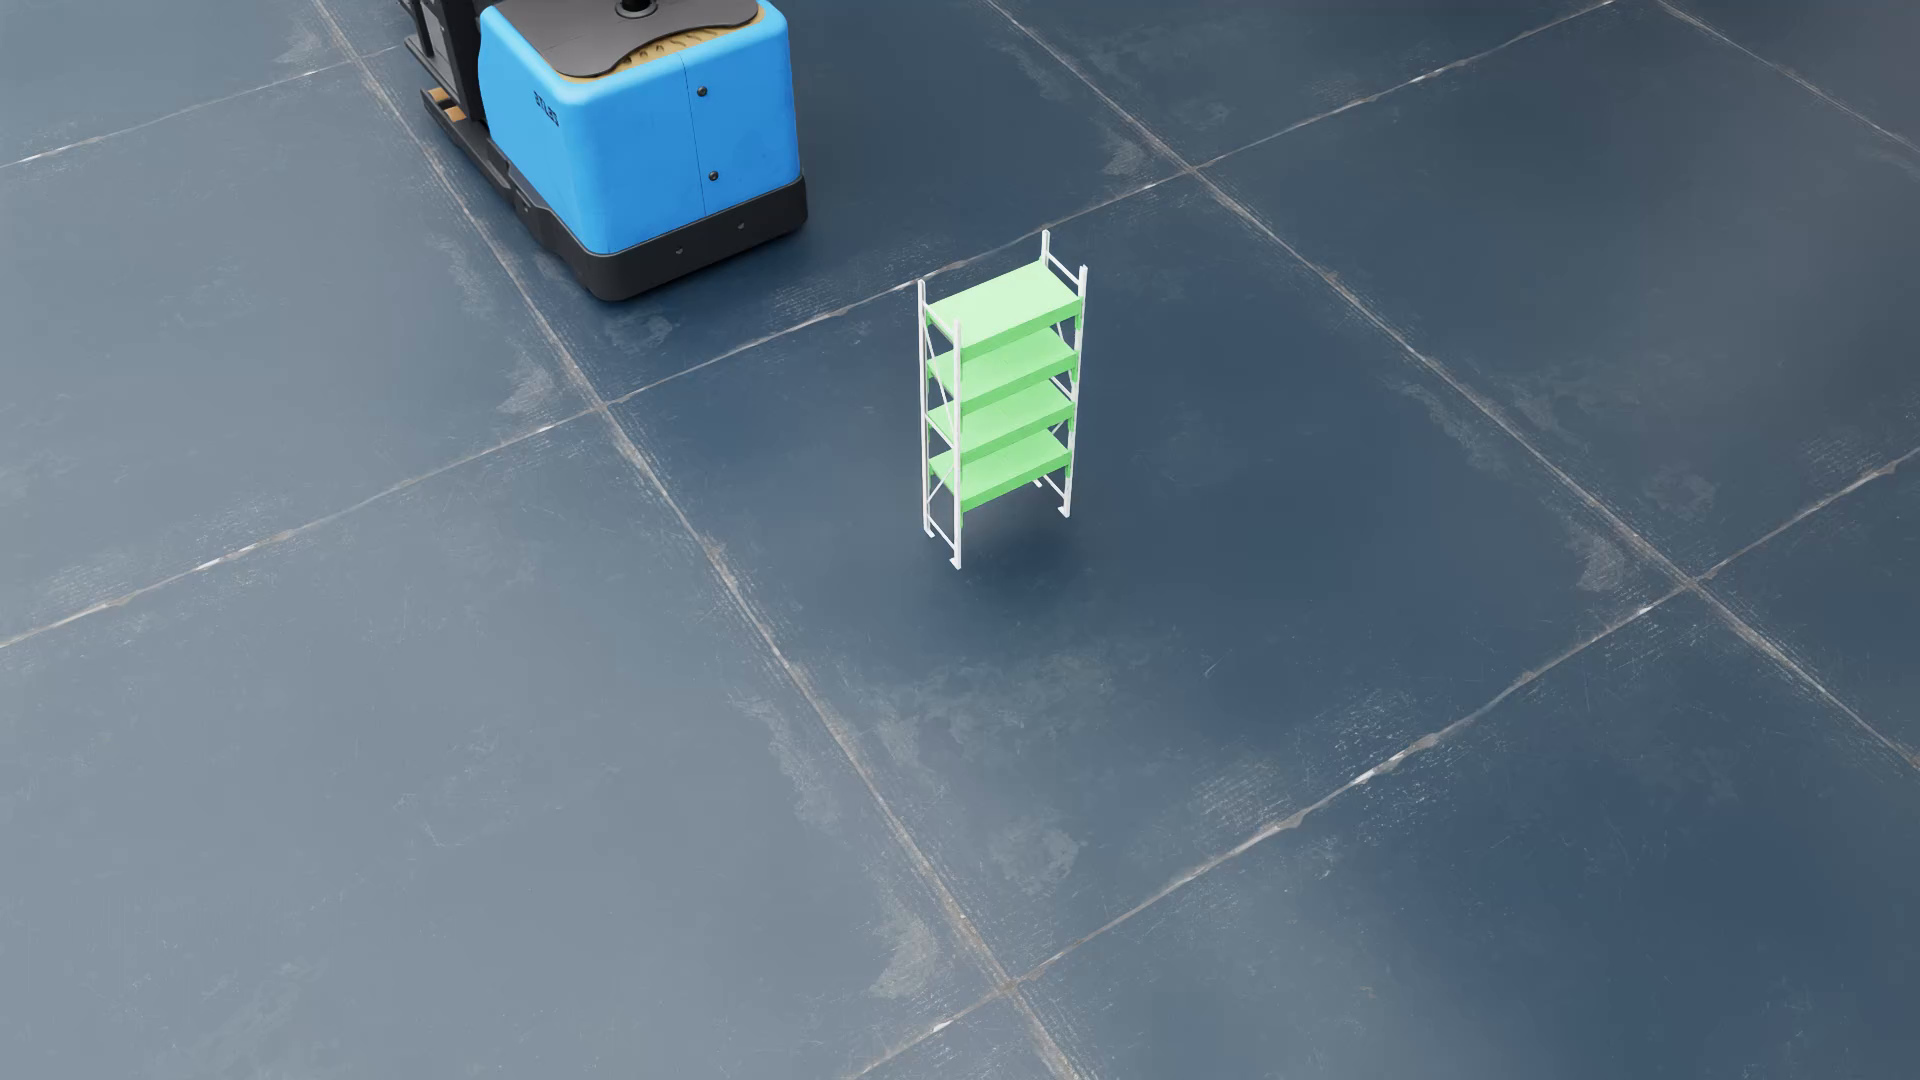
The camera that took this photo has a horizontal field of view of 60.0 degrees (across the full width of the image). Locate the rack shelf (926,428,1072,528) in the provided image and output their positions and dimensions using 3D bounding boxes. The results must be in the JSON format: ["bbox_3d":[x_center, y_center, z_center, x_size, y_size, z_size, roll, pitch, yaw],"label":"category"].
[{"bbox_3d":[0.140,-0.263,6.088,0.480,0.148,0.258,-25,53,-21],"label":"rack shelf"}]

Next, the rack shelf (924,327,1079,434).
[{"bbox_3d":[0.140,-0.582,5.729,0.480,0.148,0.258,-25,53,-21],"label":"rack shelf"}]

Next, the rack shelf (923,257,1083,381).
[{"bbox_3d":[0.140,-0.742,5.550,0.480,0.148,0.258,-25,53,-21],"label":"rack shelf"}]

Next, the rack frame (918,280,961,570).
[{"bbox_3d":[-0.066,-0.368,5.774,0.015,1.200,0.240,-25,53,-21],"label":"rack frame"}]

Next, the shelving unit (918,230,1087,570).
[{"bbox_3d":[0.140,-0.465,5.861,0.503,1.200,0.258,-25,53,-21],"label":"shelving unit"}]

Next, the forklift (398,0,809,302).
[{"bbox_3d":[-1.928,-3.056,7.009,1.130,2.935,3.031,-27,54,-22],"label":"forklift"}]

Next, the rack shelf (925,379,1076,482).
[{"bbox_3d":[0.140,-0.422,5.908,0.480,0.148,0.258,-25,53,-21],"label":"rack shelf"}]

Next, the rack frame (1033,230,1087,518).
[{"bbox_3d":[0.346,-0.562,5.947,0.015,1.200,0.240,-25,53,-21],"label":"rack frame"}]
